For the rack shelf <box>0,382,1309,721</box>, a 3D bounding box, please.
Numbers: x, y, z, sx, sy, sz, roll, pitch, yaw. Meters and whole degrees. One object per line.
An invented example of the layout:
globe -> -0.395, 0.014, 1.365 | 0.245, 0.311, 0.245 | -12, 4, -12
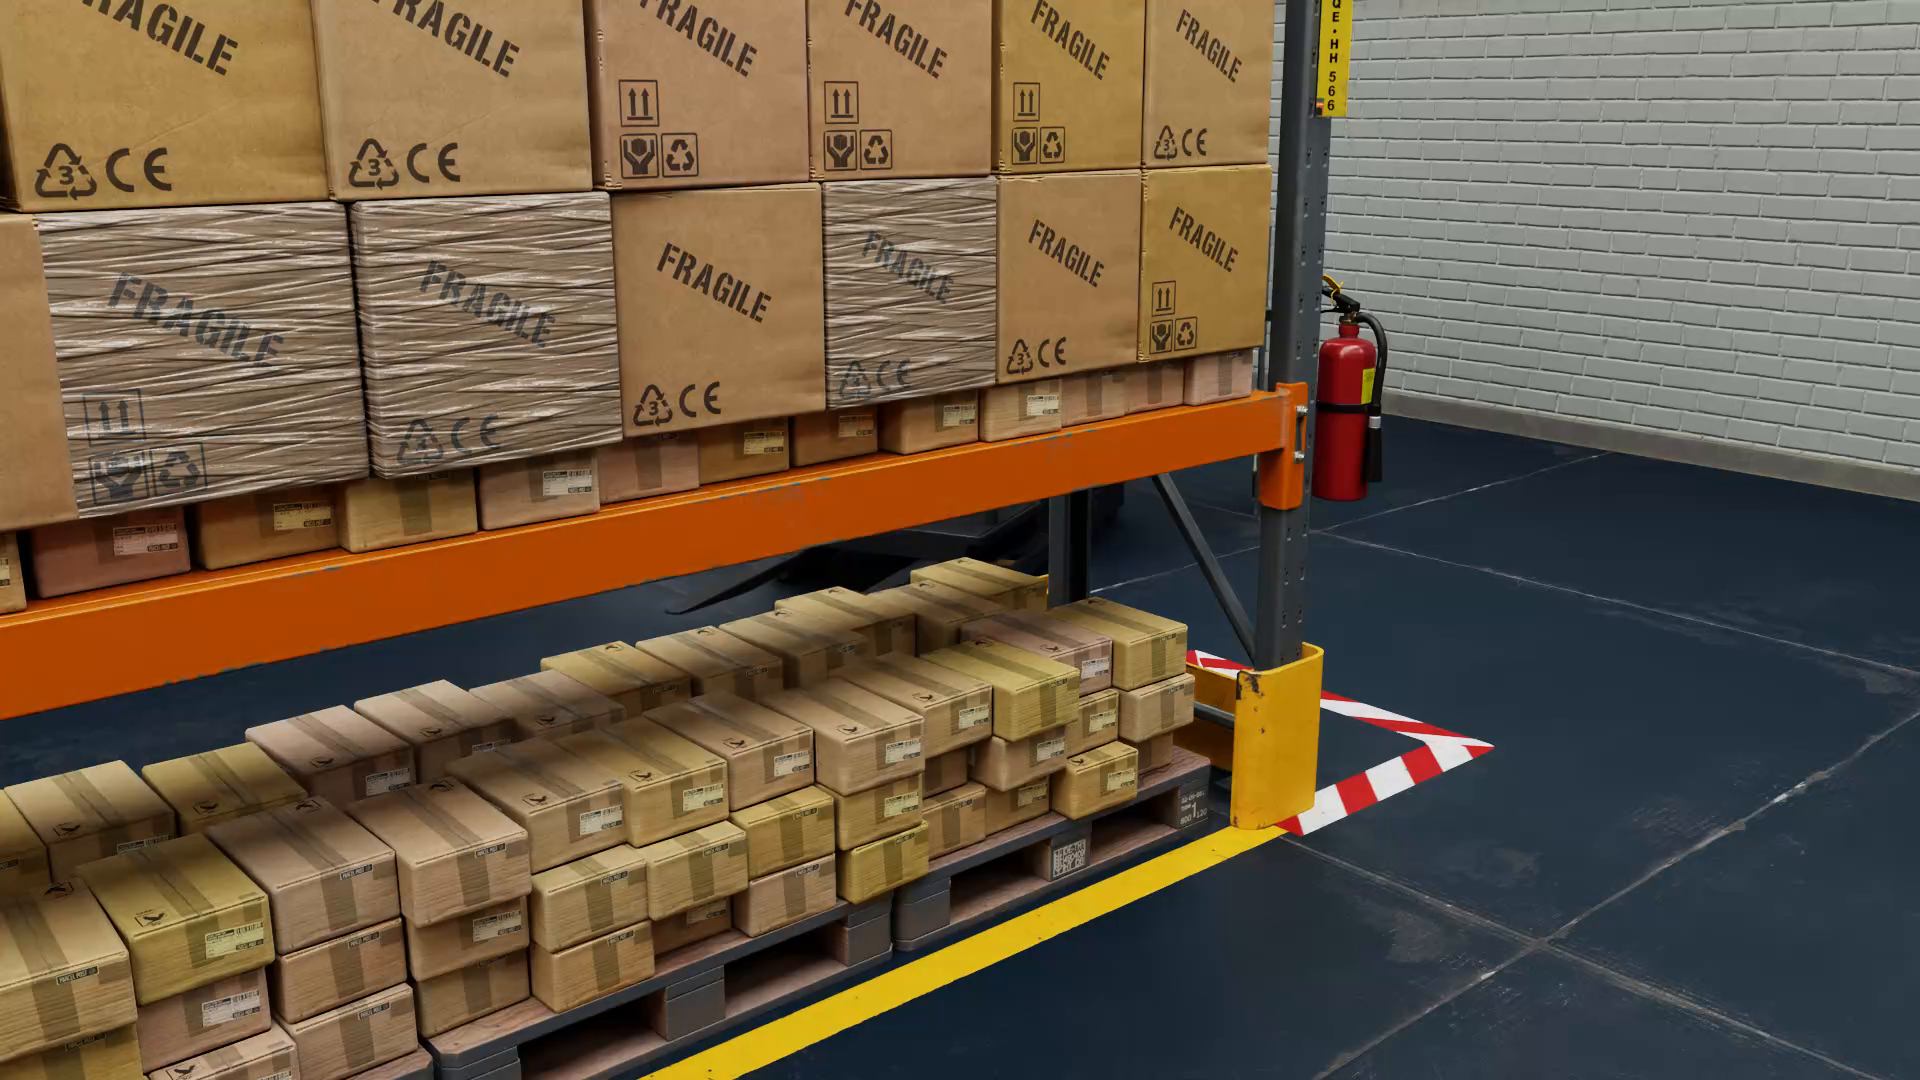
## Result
rack shelf -> -0.833, -0.040, 3.983 | 4.000, 0.370, 1.077 | -13, 19, -39

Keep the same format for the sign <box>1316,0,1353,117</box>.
sign -> 1.025, -1.327, 4.551 | 0.005, 0.325, 0.100 | -13, 19, -39

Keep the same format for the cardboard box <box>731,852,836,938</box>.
cardboard box -> -0.516, 0.811, 4.112 | 0.250, 0.149, 0.380 | -12, 19, -38

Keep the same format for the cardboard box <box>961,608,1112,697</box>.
cardboard box -> 0.215, 0.331, 4.758 | 0.250, 0.149, 0.380 | -12, 19, -38

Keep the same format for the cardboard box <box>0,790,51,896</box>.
cardboard box -> -2.078, 0.676, 3.465 | 0.250, 0.149, 0.380 | -12, 19, -39

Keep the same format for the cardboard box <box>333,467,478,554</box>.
cardboard box -> -1.159, -0.101, 3.301 | 0.250, 0.149, 0.380 | -12, 19, -38

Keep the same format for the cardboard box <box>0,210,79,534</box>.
cardboard box -> -1.803, -0.276, 2.701 | 0.500, 0.500, 0.500 | -13, 20, -40

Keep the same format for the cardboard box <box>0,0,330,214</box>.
cardboard box -> -1.461, -0.844, 2.890 | 0.500, 0.500, 0.500 | -13, 20, -41

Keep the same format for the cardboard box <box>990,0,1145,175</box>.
cardboard box -> 0.111, -1.190, 4.185 | 0.500, 0.500, 0.500 | -14, 20, -41

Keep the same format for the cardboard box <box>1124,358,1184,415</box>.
cardboard box -> 0.403, -0.460, 4.648 | 0.250, 0.149, 0.380 | -13, 20, -39

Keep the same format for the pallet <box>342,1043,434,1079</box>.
pallet -> -1.858, 1.177, 3.433 | 1.213, 0.211, 1.003 | -13, 19, -39

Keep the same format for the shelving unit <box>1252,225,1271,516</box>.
shelving unit -> 1.218, -0.915, 8.771 | 0.755, 1.500, 0.431 | 2, 15, 9

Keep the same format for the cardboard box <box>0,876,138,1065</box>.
cardboard box -> -1.699, 0.785, 3.058 | 0.250, 0.149, 0.380 | -11, 19, -37

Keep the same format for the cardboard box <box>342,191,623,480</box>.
cardboard box -> -1.031, -0.440, 3.313 | 0.500, 0.500, 0.500 | -13, 20, -41

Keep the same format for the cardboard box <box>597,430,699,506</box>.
cardboard box -> -0.780, -0.199, 3.670 | 0.250, 0.149, 0.380 | -12, 19, -37

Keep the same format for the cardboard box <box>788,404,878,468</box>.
cardboard box -> -0.414, -0.294, 4.025 | 0.250, 0.149, 0.380 | -14, 20, -42

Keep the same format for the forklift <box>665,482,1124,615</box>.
forklift -> -0.210, -1.249, 7.245 | 1.130, 2.935, 3.031 | 7, 16, 23

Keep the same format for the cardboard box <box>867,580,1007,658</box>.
cardboard box -> -0.072, 0.253, 5.048 | 0.250, 0.149, 0.380 | -12, 19, -38

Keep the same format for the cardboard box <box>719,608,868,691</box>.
cardboard box -> -0.479, 0.329, 4.764 | 0.250, 0.149, 0.380 | -14, 20, -42

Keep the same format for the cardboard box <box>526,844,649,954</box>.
cardboard box -> -0.906, 0.756, 3.741 | 0.250, 0.149, 0.380 | -13, 20, -40

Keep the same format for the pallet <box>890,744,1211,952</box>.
pallet -> -0.018, 0.764, 4.981 | 1.213, 0.211, 1.003 | -13, 19, -39

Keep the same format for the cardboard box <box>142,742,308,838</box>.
cardboard box -> -1.648, 0.604, 3.736 | 0.250, 0.149, 0.380 | -12, 19, -38

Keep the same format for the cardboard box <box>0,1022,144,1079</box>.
cardboard box -> -1.726, 0.922, 3.120 | 0.250, 0.149, 0.380 | -12, 19, -39

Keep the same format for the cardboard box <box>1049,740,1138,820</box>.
cardboard box -> 0.288, 0.641, 4.749 | 0.250, 0.149, 0.380 | -12, 19, -38

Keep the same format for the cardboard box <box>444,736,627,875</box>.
cardboard box -> -0.962, 0.594, 3.771 | 0.250, 0.149, 0.380 | -14, 20, -42

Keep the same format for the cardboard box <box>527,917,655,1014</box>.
cardboard box -> -0.904, 0.898, 3.785 | 0.250, 0.149, 0.380 | -13, 20, -41

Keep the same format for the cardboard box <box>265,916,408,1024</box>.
cardboard box -> -1.361, 0.829, 3.470 | 0.250, 0.149, 0.380 | -14, 20, -42

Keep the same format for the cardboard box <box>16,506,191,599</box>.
cardboard box -> -1.601, -0.026, 3.021 | 0.250, 0.149, 0.380 | -14, 20, -42

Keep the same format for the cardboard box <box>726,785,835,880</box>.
cardboard box -> -0.514, 0.667, 4.073 | 0.250, 0.149, 0.380 | -11, 19, -37

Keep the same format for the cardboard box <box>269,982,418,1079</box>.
cardboard box -> -1.344, 0.976, 3.494 | 0.250, 0.149, 0.380 | -13, 20, -40

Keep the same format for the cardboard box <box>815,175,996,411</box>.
cardboard box -> -0.263, -0.619, 3.983 | 0.500, 0.500, 0.500 | -13, 19, -39

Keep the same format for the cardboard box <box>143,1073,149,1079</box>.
cardboard box -> -1.656, 1.081, 3.101 | 0.250, 0.149, 0.380 | -12, 19, -38

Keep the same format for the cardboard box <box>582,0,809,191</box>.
cardboard box -> -0.672, -1.010, 3.511 | 0.500, 0.500, 0.500 | -14, 20, -41

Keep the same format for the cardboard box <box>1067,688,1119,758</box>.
cardboard box -> 0.232, 0.483, 4.765 | 0.250, 0.149, 0.380 | -13, 20, -41

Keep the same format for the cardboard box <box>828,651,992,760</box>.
cardboard box -> -0.134, 0.431, 4.383 | 0.250, 0.149, 0.380 | -14, 20, -42

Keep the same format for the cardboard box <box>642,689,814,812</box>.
cardboard box -> -0.571, 0.510, 4.085 | 0.250, 0.149, 0.380 | -14, 20, -41

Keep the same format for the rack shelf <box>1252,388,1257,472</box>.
rack shelf -> 1.218, -0.600, 8.855 | 0.720, 0.370, 0.431 | 2, 15, 9

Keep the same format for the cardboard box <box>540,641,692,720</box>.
cardboard box -> -0.923, 0.410, 4.462 | 0.250, 0.149, 0.380 | -12, 19, -39

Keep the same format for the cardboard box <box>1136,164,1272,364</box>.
cardboard box -> 0.506, -0.793, 4.635 | 0.500, 0.500, 0.500 | -12, 19, -38

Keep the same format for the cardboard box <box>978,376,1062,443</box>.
cardboard box -> 0.046, -0.367, 4.299 | 0.250, 0.149, 0.380 | -12, 19, -38

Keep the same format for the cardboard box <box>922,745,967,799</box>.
cardboard box -> -0.196, 0.563, 4.465 | 0.250, 0.149, 0.380 | -13, 20, -40

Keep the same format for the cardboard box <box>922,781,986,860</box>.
cardboard box -> -0.146, 0.713, 4.479 | 0.250, 0.149, 0.380 | -12, 19, -39

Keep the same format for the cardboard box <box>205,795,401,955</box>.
cardboard box -> -1.359, 0.684, 3.436 | 0.250, 0.149, 0.380 | -13, 20, -41

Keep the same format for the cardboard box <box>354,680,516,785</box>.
cardboard box -> -1.309, 0.492, 4.155 | 0.250, 0.149, 0.380 | -14, 20, -41
